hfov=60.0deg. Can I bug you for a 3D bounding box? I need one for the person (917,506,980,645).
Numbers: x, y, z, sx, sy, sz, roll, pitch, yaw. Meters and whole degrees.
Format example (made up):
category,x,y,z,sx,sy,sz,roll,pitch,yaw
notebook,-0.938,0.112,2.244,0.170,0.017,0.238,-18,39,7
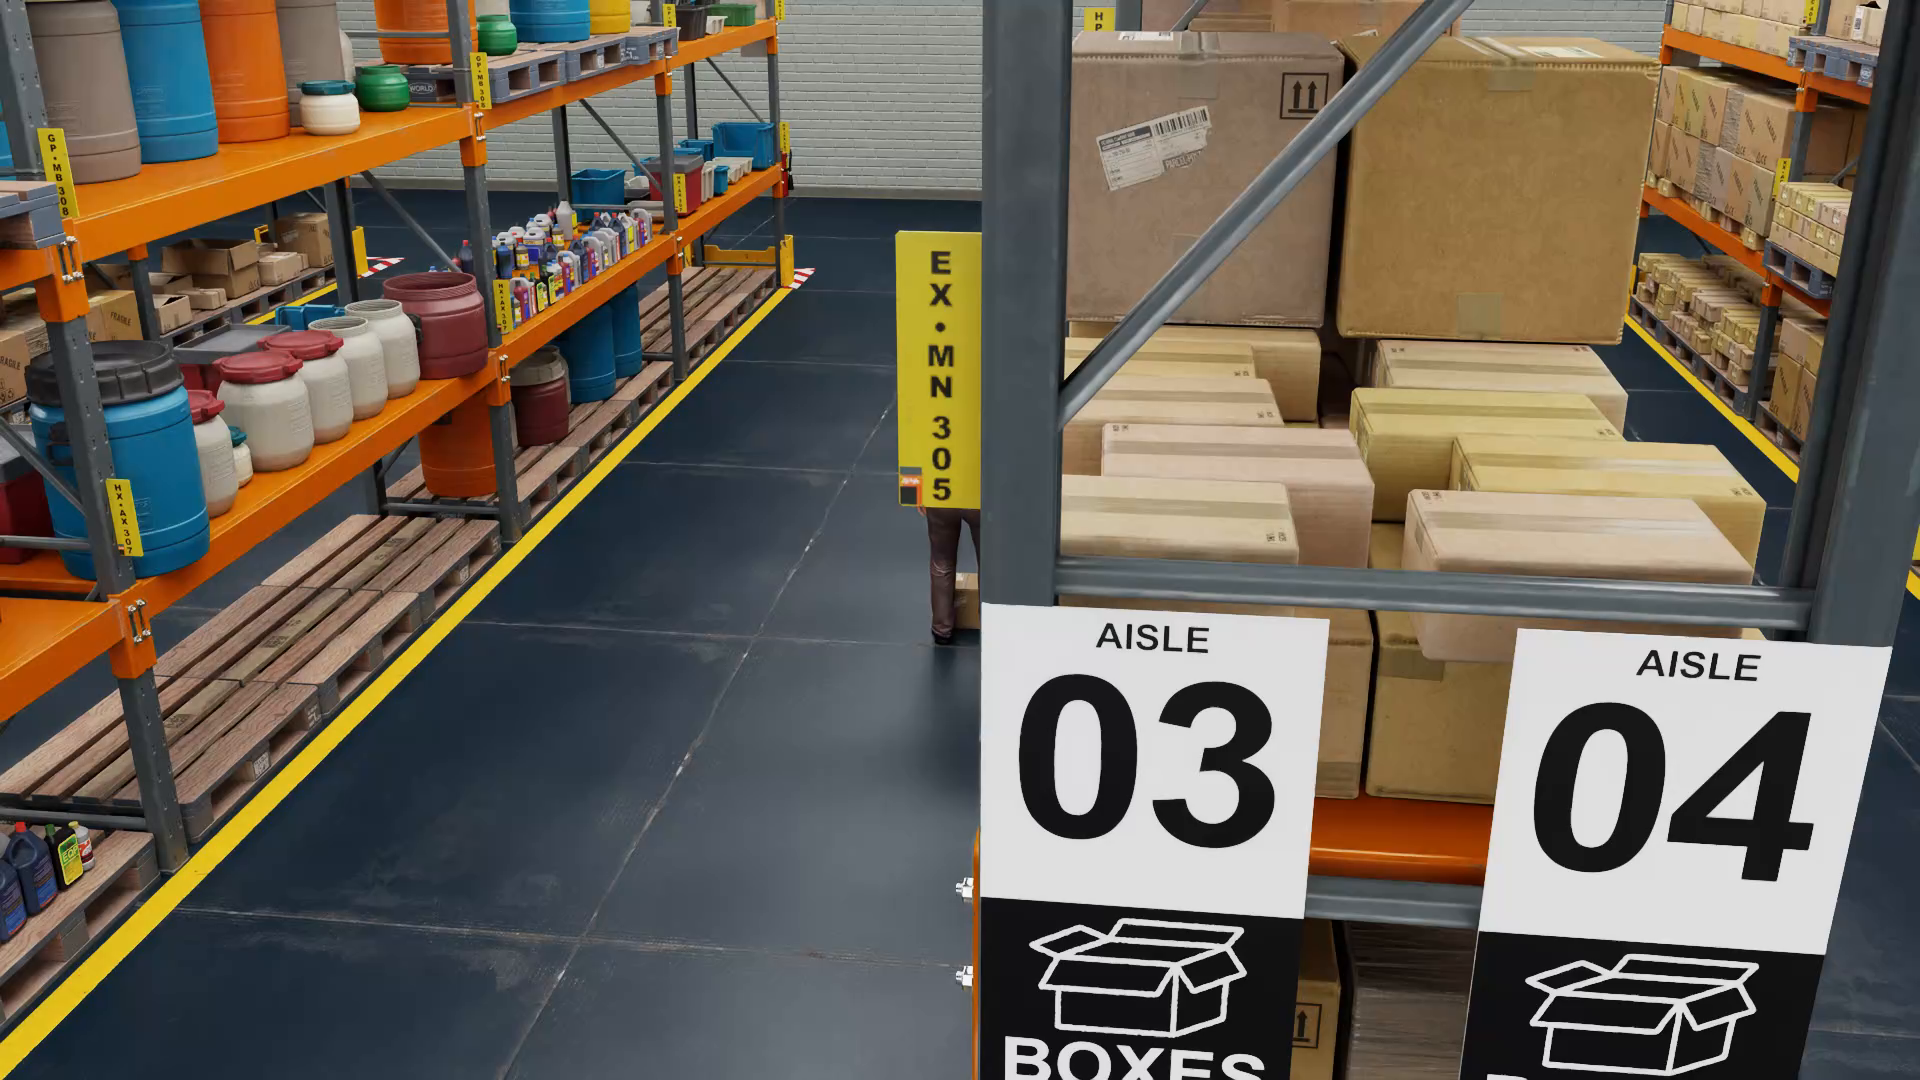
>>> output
category,x,y,z,sx,sy,sz,roll,pitch,yaw
person,0.023,-0.181,9.231,0.579,1.617,0.420,2,21,6
